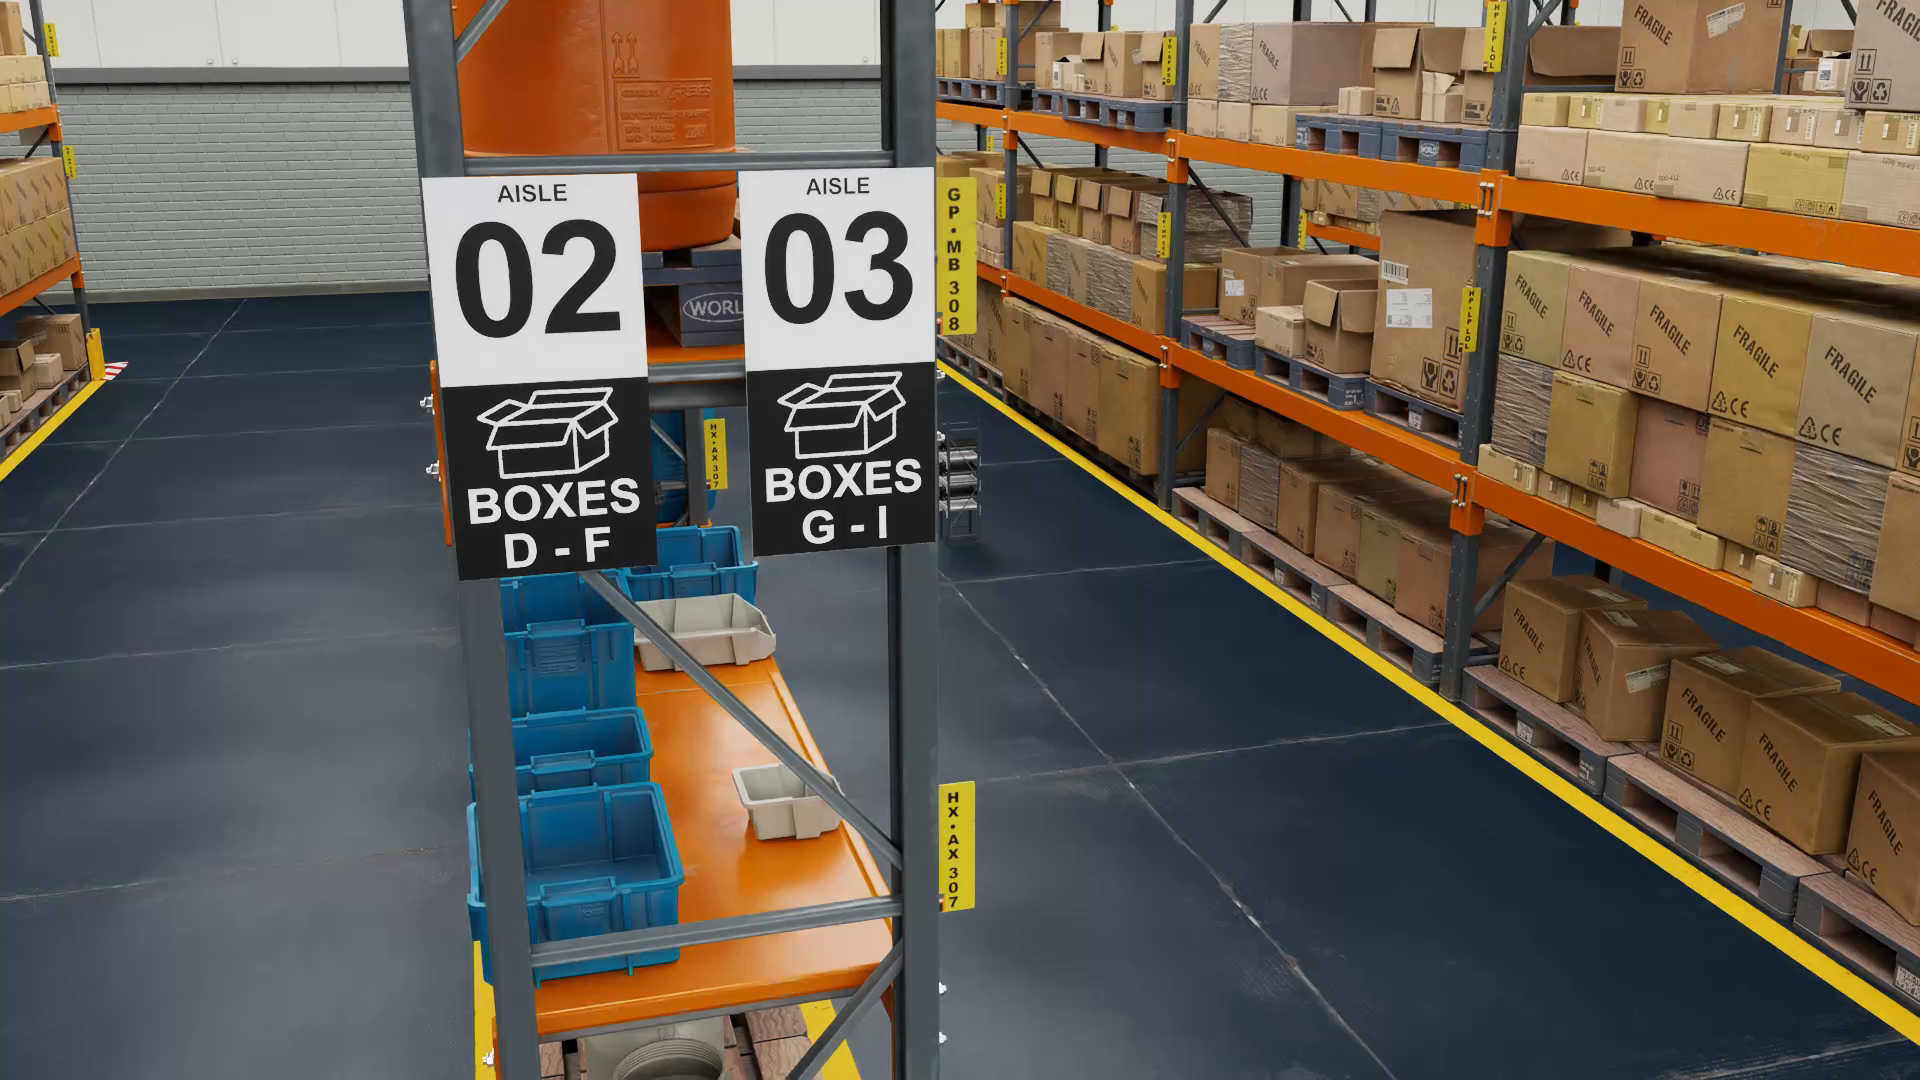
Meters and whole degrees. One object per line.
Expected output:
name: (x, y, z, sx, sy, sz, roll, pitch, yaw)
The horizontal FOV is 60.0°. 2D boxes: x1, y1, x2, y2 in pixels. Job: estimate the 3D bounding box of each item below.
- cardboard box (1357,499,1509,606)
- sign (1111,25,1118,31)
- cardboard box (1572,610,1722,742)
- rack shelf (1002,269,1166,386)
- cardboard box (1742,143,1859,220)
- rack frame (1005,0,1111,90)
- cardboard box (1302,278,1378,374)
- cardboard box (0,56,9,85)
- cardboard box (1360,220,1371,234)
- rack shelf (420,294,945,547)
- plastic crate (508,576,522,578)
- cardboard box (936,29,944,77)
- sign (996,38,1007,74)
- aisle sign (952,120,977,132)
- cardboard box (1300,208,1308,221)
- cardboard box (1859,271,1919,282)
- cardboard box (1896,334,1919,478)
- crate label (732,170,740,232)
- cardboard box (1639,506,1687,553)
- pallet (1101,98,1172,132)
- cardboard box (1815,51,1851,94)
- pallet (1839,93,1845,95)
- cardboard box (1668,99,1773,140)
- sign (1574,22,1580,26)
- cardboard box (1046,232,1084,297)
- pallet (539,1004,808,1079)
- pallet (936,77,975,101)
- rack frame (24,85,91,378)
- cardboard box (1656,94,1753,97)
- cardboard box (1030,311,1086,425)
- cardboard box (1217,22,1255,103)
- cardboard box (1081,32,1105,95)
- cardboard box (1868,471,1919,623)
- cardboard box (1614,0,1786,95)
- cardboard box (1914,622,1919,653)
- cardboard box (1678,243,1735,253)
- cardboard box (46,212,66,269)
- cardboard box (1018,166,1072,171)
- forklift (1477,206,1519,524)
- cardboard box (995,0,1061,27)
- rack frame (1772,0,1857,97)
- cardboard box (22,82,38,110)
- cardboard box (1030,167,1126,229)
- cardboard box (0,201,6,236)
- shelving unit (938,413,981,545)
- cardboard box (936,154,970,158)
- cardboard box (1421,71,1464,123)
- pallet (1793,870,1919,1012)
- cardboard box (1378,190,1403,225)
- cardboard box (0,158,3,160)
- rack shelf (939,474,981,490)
cardboard box: (2.858, 0.075, 10.070, 0.700, 0.500, 0.500, -5, 17, -16)
sign: (1.439, -4.700, 15.725, 0.100, 0.325, 0.005, -5, 17, -15)
cardboard box: (3.355, 0.661, 8.153, 0.500, 0.500, 0.500, 1, 17, 2)
rack shelf: (1.470, -1.922, 14.387, 1.077, 0.370, 4.000, -5, 17, -15)
cardboard box: (3.425, -1.397, 6.437, 0.500, 0.250, 0.500, -5, 17, -16)
rack frame: (0.920, -5.693, 15.262, 1.000, 3.000, 0.127, -5, 17, -15)
cardboard box: (2.554, -1.330, 10.255, 0.797, 0.503, 0.637, -3, 17, -10)
cardboard box: (-8.903, -4.211, 14.936, 0.500, 0.250, 0.500, -5, 17, -15)
cardboard box: (4.869, -3.627, 19.249, 0.380, 0.149, 0.250, -4, 17, -13)
rack shelf: (-1.094, -0.754, 5.285, 1.077, 0.370, 4.000, -5, 17, -15)
plastic crate: (-1.542, 0.284, 6.161, 0.450, 0.188, 0.662, -5, 17, -15)
cardboard box: (0.054, -5.355, 18.273, 0.700, 0.500, 0.500, -5, 18, -17)
sign: (0.387, -4.497, 15.460, 0.100, 0.325, 0.005, -5, 17, -15)
aisle sign: (0.090, -5.215, 19.579, 0.394, 0.787, 0.004, -5, 17, -15)
cardboard box: (4.392, -4.054, 20.672, 0.380, 0.149, 0.250, -5, 17, -16)
cardboard box: (6.961, -1.700, 12.223, 0.500, 0.500, 0.500, -5, 17, -15)
cardboard box: (3.686, -0.440, 5.774, 0.500, 0.500, 0.500, -5, 17, -15)
crate label: (-0.741, -1.018, 5.171, 0.502, 0.251, 0.408, -5, 17, -15)
cardboard box: (3.256, -0.059, 7.372, 0.380, 0.149, 0.250, -5, 17, -15)
pallet: (1.792, -3.233, 12.616, 1.213, 0.211, 1.003, -4, 17, -13)
cardboard box: (6.804, -3.503, 12.436, 0.500, 0.311, 0.500, -5, 17, -15)
pallet: (10.234, -5.224, 19.071, 1.003, 0.211, 1.213, -5, 17, -15)
cardboard box: (3.203, -1.758, 6.945, 0.380, 0.149, 0.250, -5, 17, -16)
sign: (6.250, -5.102, 16.924, 0.100, 0.325, 0.005, -5, 17, -15)
cardboard box: (1.082, -2.443, 14.697, 0.500, 0.500, 0.500, -5, 17, -17)
pallet: (-1.160, 1.647, 6.101, 1.003, 0.211, 1.213, -5, 17, -15)
pallet: (0.374, -4.778, 17.584, 1.003, 0.211, 1.213, -5, 17, -15)
rack frame: (-9.705, -3.144, 17.204, 1.000, 3.000, 0.127, -5, 17, -15)
cardboard box: (3.472, -2.014, 7.797, 0.380, 0.149, 0.250, -4, 17, -15)
cardboard box: (1.362, -1.581, 14.963, 1.225, 0.875, 0.875, -5, 18, -17)
cardboard box: (2.037, -3.146, 10.955, 0.500, 0.500, 0.500, -5, 17, -15)
cardboard box: (1.438, -3.964, 13.810, 0.797, 0.503, 0.637, -5, 17, -16)
cardboard box: (3.841, 0.026, 5.960, 0.875, 0.500, 0.500, -5, 17, -15)
cardboard box: (3.488, -2.369, 7.850, 0.500, 0.500, 0.500, -5, 17, -17)
cardboard box: (3.701, 0.353, 6.000, 0.380, 0.149, 0.250, -5, 17, -15)
cardboard box: (6.243, -2.401, 13.922, 0.380, 0.149, 0.250, -4, 17, -14)
cardboard box: (-9.174, -2.946, 16.372, 0.500, 0.500, 0.500, -5, 17, -15)
cardboard box: (0.907, -3.539, 16.960, 0.500, 0.500, 0.500, -5, 17, -15)
forklift: (4.508, -1.884, 13.131, 1.130, 2.935, 3.031, 1, 17, 2)
cardboard box: (0.668, -5.173, 16.364, 0.500, 0.250, 0.500, -6, 18, -19)
rack frame: (6.816, -4.951, 12.791, 1.000, 3.000, 0.127, -5, 17, -15)
cardboard box: (-9.183, -4.248, 15.927, 0.500, 0.250, 0.500, -5, 17, -15)
cardboard box: (1.104, -3.172, 15.380, 0.797, 0.503, 0.637, -5, 17, -17)
cardboard box: (-8.607, -2.859, 14.346, 0.500, 0.500, 0.500, -5, 18, -17)
shelving unit: (-0.002, -0.433, 11.830, 0.258, 0.900, 0.210, -5, 17, -15)
cardboard box: (-0.169, -4.063, 18.706, 0.500, 0.500, 0.500, -5, 17, -17)
cardboard box: (2.764, -2.432, 9.125, 0.396, 0.266, 0.258, -4, 17, -13)
pallet: (4.008, 1.587, 6.303, 1.003, 0.211, 1.213, -5, 17, -15)
cardboard box: (5.035, -3.767, 18.588, 0.500, 0.500, 0.500, -5, 17, -16)
cardboard box: (-9.837, -3.527, 16.568, 0.500, 0.500, 0.500, -4, 17, -14)
rack shelf: (-0.002, -0.401, 11.840, 0.258, 0.077, 0.200, -5, 17, -15)
